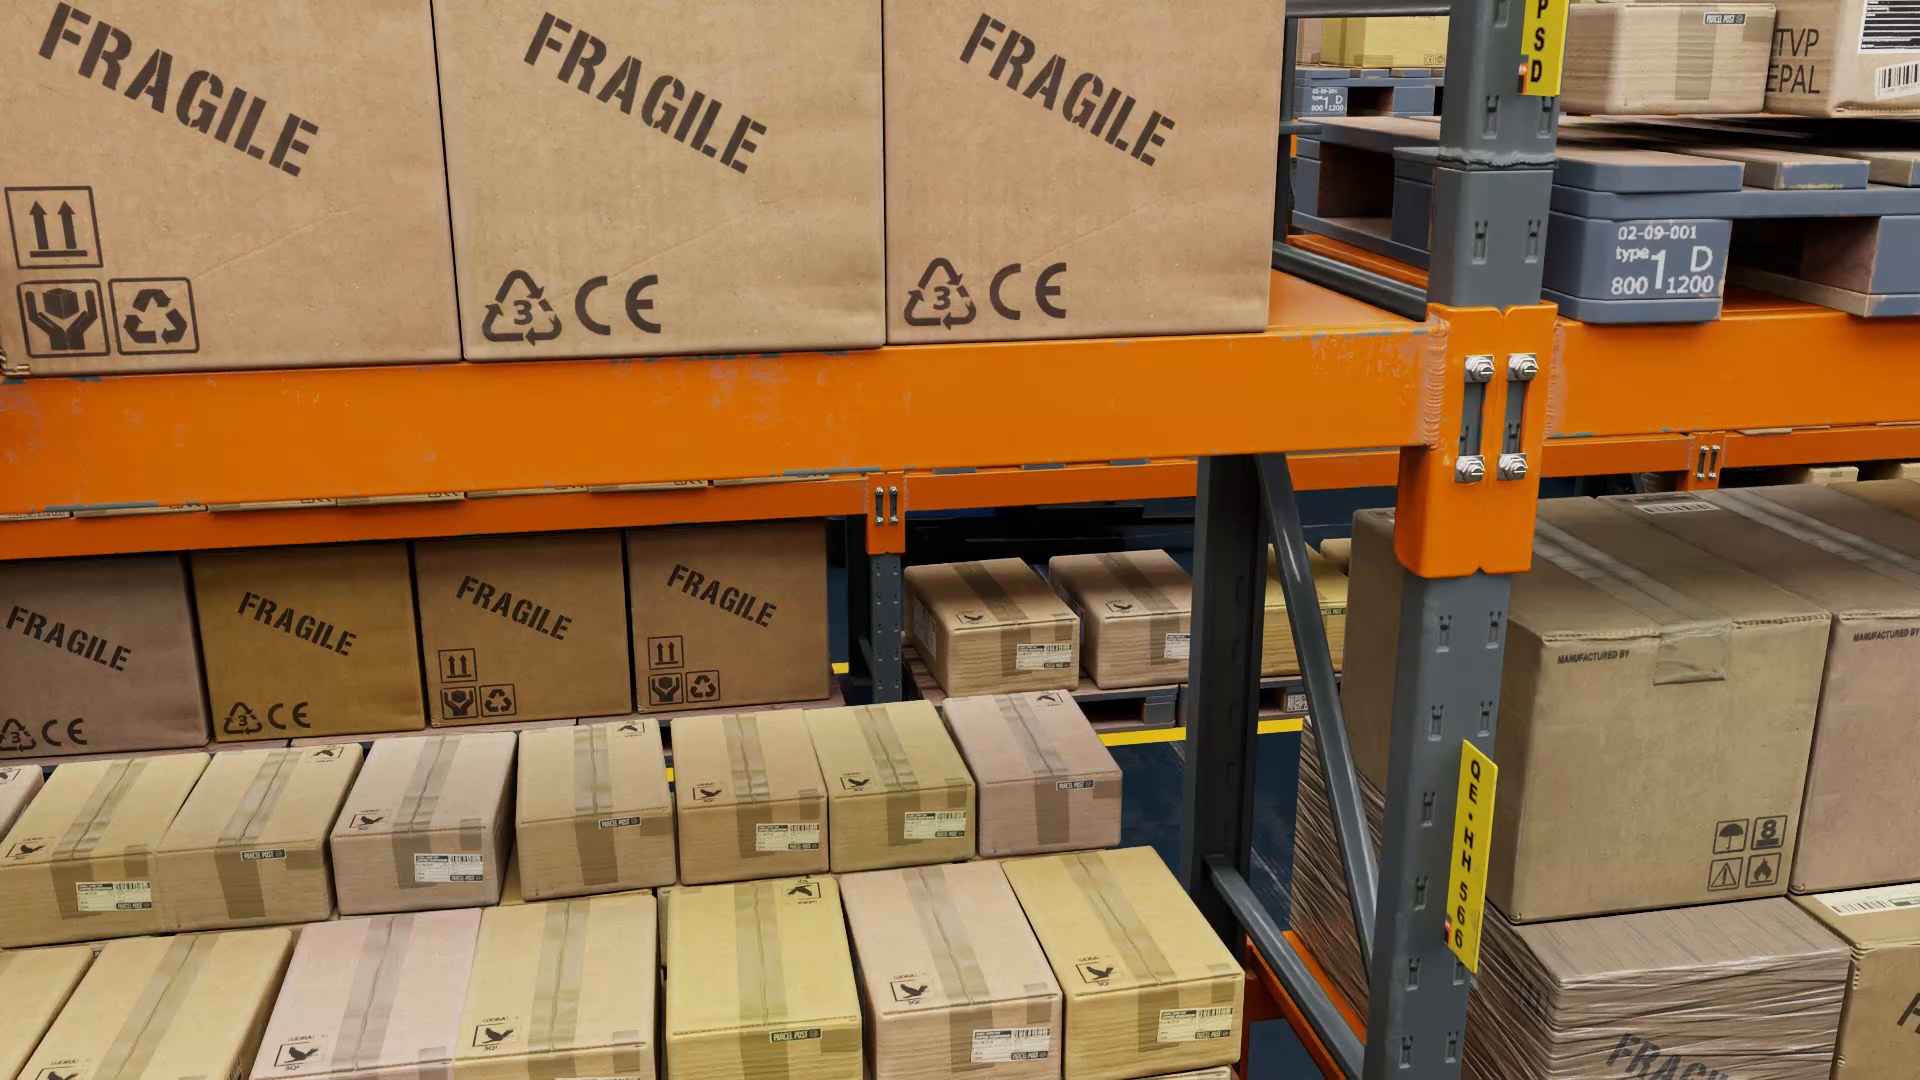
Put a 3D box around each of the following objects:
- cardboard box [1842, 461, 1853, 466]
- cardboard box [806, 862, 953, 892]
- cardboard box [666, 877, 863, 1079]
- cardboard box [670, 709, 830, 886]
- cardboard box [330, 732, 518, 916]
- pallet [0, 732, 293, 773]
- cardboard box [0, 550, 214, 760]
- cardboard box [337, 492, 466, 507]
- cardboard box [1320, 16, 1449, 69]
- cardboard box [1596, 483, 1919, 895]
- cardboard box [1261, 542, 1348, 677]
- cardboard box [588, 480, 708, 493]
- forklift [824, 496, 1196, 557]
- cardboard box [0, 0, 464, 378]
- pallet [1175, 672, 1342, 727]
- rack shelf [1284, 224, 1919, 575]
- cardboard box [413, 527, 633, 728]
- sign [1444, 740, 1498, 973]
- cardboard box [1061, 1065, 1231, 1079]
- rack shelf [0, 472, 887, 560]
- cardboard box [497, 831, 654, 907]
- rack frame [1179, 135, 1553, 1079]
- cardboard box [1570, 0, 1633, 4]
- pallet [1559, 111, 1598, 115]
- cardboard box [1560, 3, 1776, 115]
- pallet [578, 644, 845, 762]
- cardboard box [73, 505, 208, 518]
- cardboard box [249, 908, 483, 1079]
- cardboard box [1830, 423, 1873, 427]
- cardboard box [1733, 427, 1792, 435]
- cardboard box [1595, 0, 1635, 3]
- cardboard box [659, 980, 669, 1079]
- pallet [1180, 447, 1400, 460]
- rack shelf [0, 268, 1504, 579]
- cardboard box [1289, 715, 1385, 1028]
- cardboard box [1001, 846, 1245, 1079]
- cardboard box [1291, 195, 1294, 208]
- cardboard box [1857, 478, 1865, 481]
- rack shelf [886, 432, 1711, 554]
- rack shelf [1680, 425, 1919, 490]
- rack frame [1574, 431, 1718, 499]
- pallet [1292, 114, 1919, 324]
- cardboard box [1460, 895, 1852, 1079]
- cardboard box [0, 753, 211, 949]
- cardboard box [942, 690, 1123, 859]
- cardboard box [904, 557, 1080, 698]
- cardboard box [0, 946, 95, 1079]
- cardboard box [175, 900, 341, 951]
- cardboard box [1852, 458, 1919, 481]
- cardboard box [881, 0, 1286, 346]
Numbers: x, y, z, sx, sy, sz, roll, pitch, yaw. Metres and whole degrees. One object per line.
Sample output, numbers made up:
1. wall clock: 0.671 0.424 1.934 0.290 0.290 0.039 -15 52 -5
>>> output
1. cardboard box: 4.536 -0.214 9.091 0.500 0.500 0.500 -3 17 -9
2. cardboard box: -0.161 0.576 3.035 0.250 0.149 0.380 -2 17 -8
3. cardboard box: -0.280 0.636 2.331 0.250 0.149 0.380 -3 17 -9
4. cardboard box: -0.377 0.447 2.948 0.250 0.149 0.380 -3 17 -11
5. cardboard box: -0.903 0.477 2.849 0.250 0.149 0.380 -2 17 -8
6. pallet: -3.604 0.884 7.576 1.213 0.211 1.003 -3 17 -10
7. cardboard box: -3.754 0.373 7.393 0.875 0.875 0.875 -3 17 -9
8. cardboard box: -2.359 -0.340 7.065 0.500 0.250 0.500 -4 17 -11
9. cardboard box: 1.963 -2.264 7.506 0.500 0.250 0.500 -3 17 -10
10. cardboard box: 1.557 0.237 3.057 0.500 0.500 0.700 -3 17 -11
11. cardboard box: 1.605 0.335 8.372 0.625 0.372 0.950 -3 17 -9
12. cardboard box: -1.366 -0.400 7.260 0.500 0.250 0.500 -3 17 -9
13. forklift: 0.626 -1.416 10.429 3.031 2.935 1.130 -1 17 -4
14. cardboard box: -0.875 -0.505 2.066 0.500 0.500 0.500 -3 17 -10
15. pallet: 1.543 0.615 8.449 1.213 0.211 1.003 -3 17 -10
16. rack shelf: 2.582 -0.388 3.081 4.000 0.370 1.077 -3 17 -10
17. cardboard box: -1.991 0.270 7.726 0.875 0.875 0.875 -3 17 -10
18. sign: 0.730 0.454 2.387 0.005 0.325 0.100 -3 17 -10
19. cardboard box: 0.219 0.750 2.468 0.250 0.149 0.380 -3 17 -9
20. rack shelf: -2.384 -0.152 7.424 4.000 0.370 1.077 -3 17 -10
21. cardboard box: -0.670 0.606 2.937 0.250 0.149 0.380 -3 17 -10
22. rack frame: 0.618 0.814 3.053 0.127 3.000 1.000 -3 17 -10
23. cardboard box: 2.962 -2.563 7.628 0.500 0.250 0.500 -3 17 -9
24. pallet: 2.881 -2.171 7.981 1.003 0.211 1.213 -3 17 -10
25. cardboard box: 0.976 -0.721 2.484 0.250 0.149 0.380 -4 18 -13
26. pallet: -1.209 0.748 8.018 1.213 0.211 1.003 -3 17 -10
27. cardboard box: -3.358 -0.291 6.905 0.500 0.250 0.500 -4 17 -12
28. cardboard box: -0.780 0.664 2.241 0.250 0.149 0.380 -3 17 -10
29. cardboard box: 4.371 -0.688 8.371 0.250 0.149 0.380 -3 17 -11
30. cardboard box: 3.877 -0.635 8.199 0.250 0.149 0.380 -3 17 -11
31. cardboard box: 1.164 -0.854 2.886 0.250 0.166 0.380 -3 17 -10
32. cardboard box: -0.300 0.781 2.368 0.250 0.149 0.380 -3 17 -9
33. pallet: 1.516 -0.638 8.107 1.213 0.211 1.003 -3 17 -10
34. rack shelf: -1.346 -0.165 2.356 4.000 0.370 1.077 -3 17 -10
35. cardboard box: 1.009 0.664 3.372 0.500 0.500 0.500 -3 17 -10
36. cardboard box: 0.224 0.608 2.422 0.250 0.149 0.380 -4 18 -13
37. cardboard box: 2.829 -2.711 13.254 0.250 0.149 0.380 -3 17 -11
38. cardboard box: 4.661 -0.063 8.600 0.500 0.500 0.500 -3 17 -8
39. rack shelf: 1.544 -0.375 8.149 4.000 0.370 1.077 -3 17 -10
40. rack shelf: 5.471 -0.598 8.875 4.000 0.370 1.077 -3 17 -10
41. rack frame: 3.507 -0.830 8.406 0.127 3.000 1.000 -3 17 -10
42. pallet: 1.240 -0.581 2.807 1.003 0.211 1.213 -2 17 -8
43. cardboard box: 1.110 0.819 2.867 0.500 0.500 0.500 -3 17 -10
44. cardboard box: -1.408 0.505 2.758 0.250 0.149 0.380 -3 17 -11
45. cardboard box: 0.123 0.419 3.038 0.250 0.149 0.380 -3 17 -10
46. cardboard box: 0.136 0.419 8.098 0.625 0.372 0.950 -4 18 -14
47. cardboard box: -1.302 0.694 2.143 0.250 0.149 0.380 -3 17 -9
48. cardboard box: -1.159 0.632 2.851 0.250 0.149 0.380 -3 17 -11
49. cardboard box: 4.776 -0.359 8.458 0.250 0.149 0.380 -3 17 -8
50. cardboard box: 0.106 -0.563 2.256 0.500 0.500 0.500 -3 17 -10
